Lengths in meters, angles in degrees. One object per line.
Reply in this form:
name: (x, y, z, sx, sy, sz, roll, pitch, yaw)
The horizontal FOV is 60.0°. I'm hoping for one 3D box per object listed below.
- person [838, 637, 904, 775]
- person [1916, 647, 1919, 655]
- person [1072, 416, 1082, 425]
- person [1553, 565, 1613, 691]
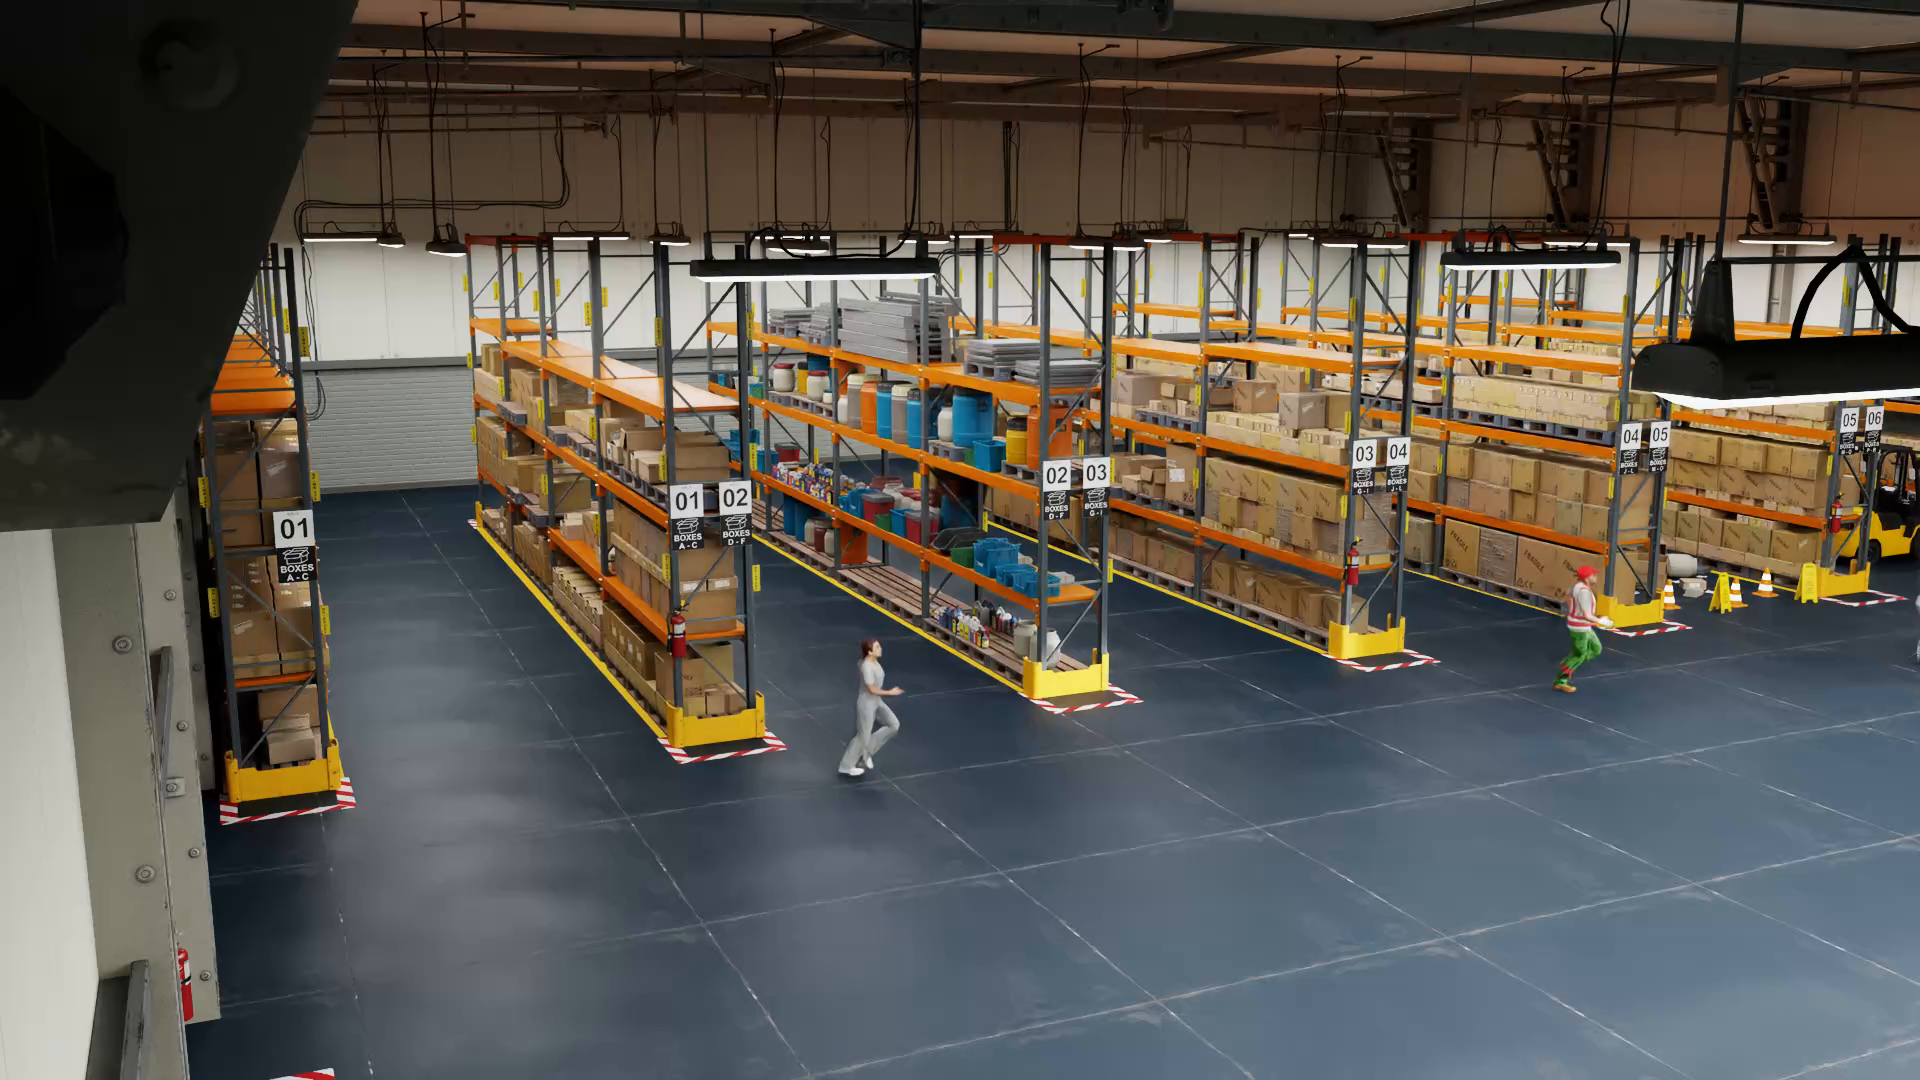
person: (-1.009, 1.888, 19.041, 0.773, 1.622, 0.584, 2, 11, 9)
person: (14.104, 0.998, 23.691, 0.706, 1.730, 0.587, 4, 12, 22)
person: (2.690, -2.344, 41.179, 0.660, 1.557, 0.789, -9, 14, -40)
person: (8.423, 1.184, 22.445, 0.701, 1.738, 0.695, 3, 11, 17)
